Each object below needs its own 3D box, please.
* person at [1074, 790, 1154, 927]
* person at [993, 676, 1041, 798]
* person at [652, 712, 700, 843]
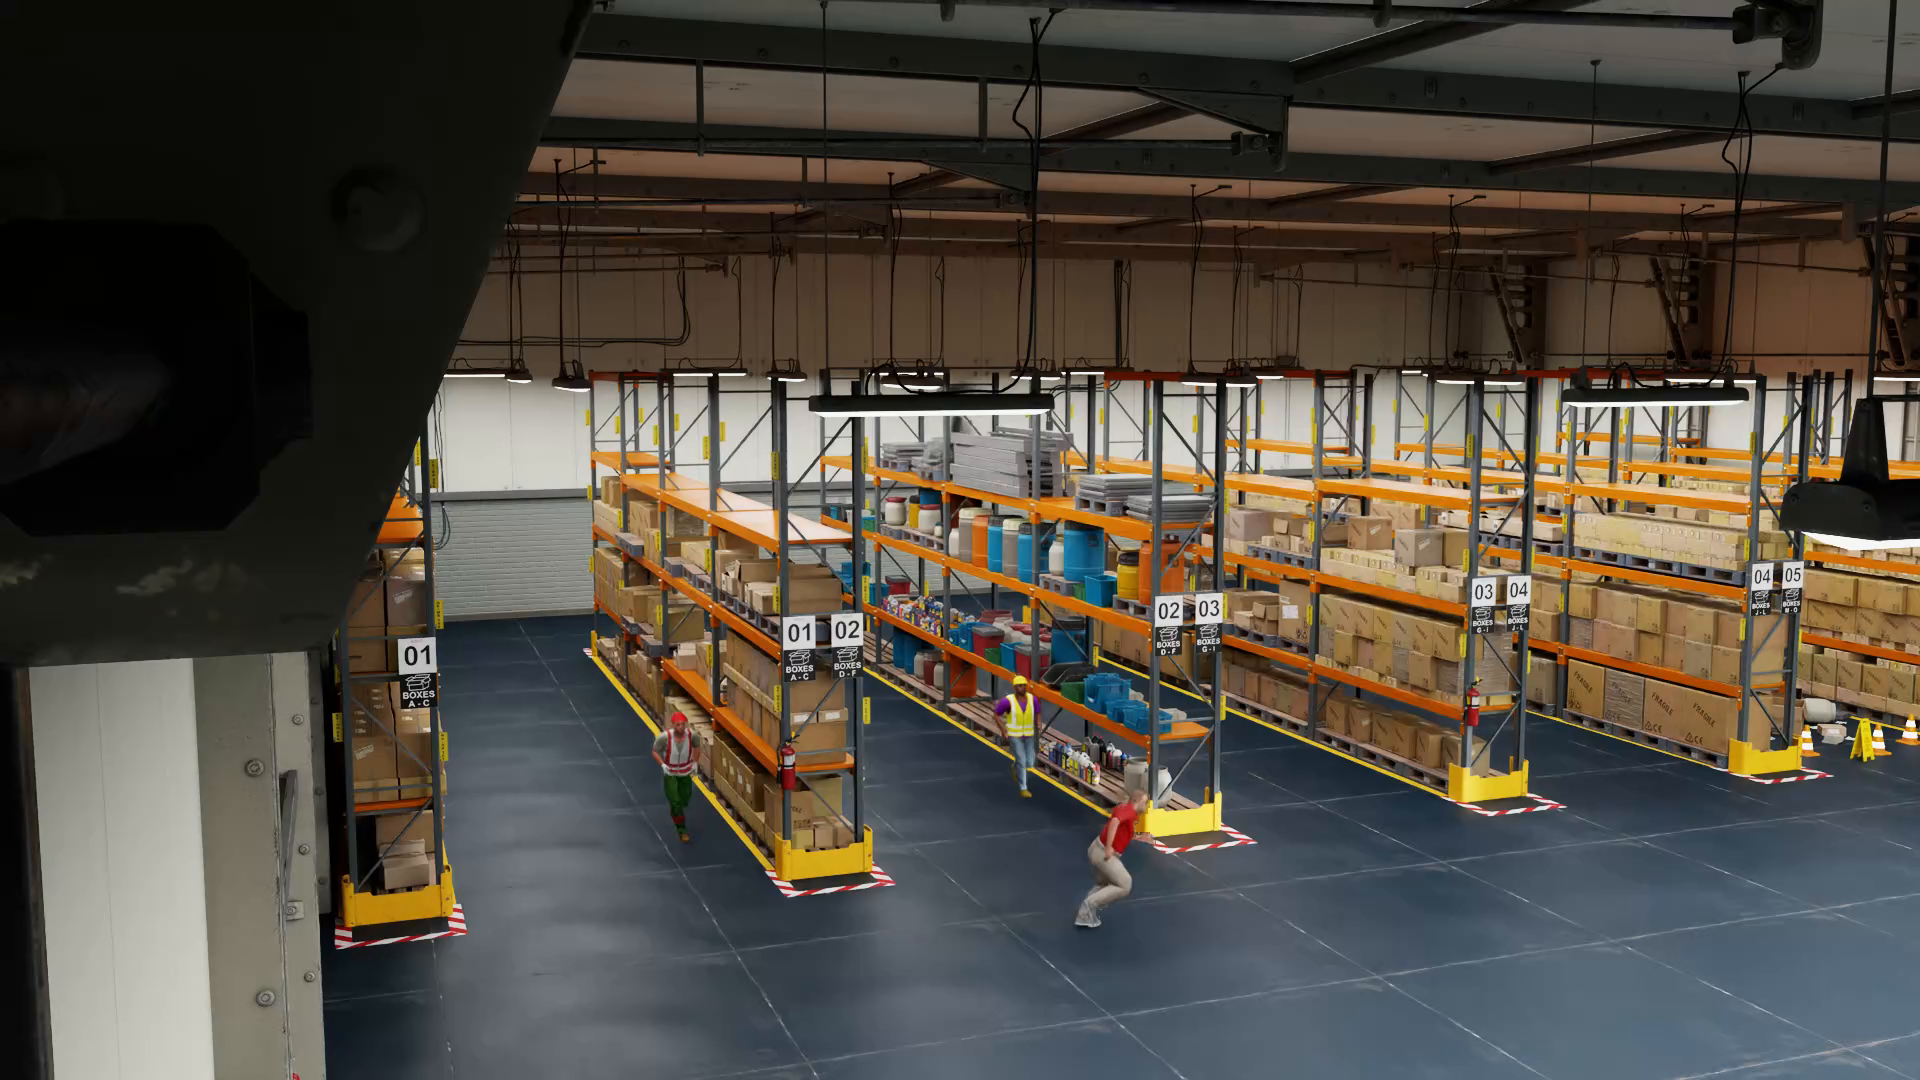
[{"bbox_3d":[1.717,3.527,18.307,0.885,1.549,0.694,0,6,-4],"label":"person"},{"bbox_3d":[0.849,2.800,23.938,0.703,1.735,0.747,-2,7,-21],"label":"person"},{"bbox_3d":[-3.721,3.054,21.794,0.645,1.732,0.826,-2,7,-17],"label":"person"}]
